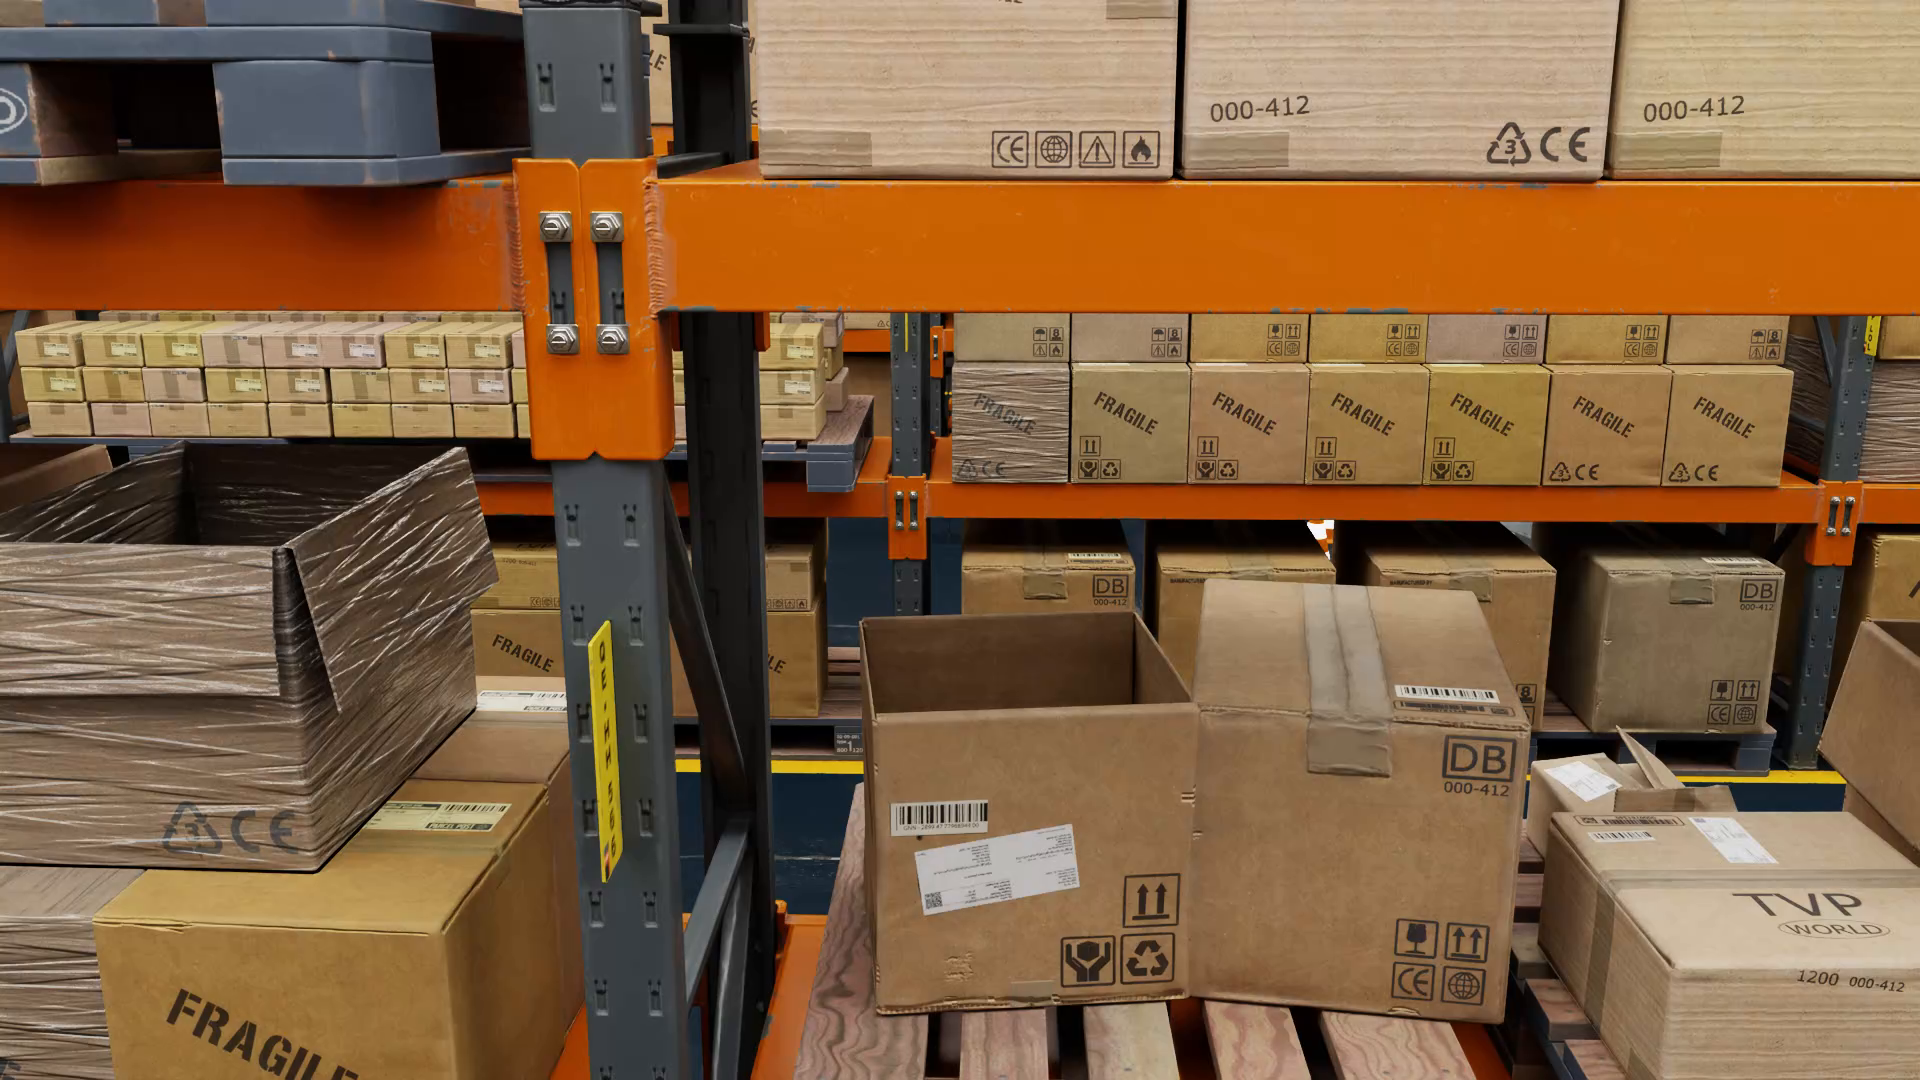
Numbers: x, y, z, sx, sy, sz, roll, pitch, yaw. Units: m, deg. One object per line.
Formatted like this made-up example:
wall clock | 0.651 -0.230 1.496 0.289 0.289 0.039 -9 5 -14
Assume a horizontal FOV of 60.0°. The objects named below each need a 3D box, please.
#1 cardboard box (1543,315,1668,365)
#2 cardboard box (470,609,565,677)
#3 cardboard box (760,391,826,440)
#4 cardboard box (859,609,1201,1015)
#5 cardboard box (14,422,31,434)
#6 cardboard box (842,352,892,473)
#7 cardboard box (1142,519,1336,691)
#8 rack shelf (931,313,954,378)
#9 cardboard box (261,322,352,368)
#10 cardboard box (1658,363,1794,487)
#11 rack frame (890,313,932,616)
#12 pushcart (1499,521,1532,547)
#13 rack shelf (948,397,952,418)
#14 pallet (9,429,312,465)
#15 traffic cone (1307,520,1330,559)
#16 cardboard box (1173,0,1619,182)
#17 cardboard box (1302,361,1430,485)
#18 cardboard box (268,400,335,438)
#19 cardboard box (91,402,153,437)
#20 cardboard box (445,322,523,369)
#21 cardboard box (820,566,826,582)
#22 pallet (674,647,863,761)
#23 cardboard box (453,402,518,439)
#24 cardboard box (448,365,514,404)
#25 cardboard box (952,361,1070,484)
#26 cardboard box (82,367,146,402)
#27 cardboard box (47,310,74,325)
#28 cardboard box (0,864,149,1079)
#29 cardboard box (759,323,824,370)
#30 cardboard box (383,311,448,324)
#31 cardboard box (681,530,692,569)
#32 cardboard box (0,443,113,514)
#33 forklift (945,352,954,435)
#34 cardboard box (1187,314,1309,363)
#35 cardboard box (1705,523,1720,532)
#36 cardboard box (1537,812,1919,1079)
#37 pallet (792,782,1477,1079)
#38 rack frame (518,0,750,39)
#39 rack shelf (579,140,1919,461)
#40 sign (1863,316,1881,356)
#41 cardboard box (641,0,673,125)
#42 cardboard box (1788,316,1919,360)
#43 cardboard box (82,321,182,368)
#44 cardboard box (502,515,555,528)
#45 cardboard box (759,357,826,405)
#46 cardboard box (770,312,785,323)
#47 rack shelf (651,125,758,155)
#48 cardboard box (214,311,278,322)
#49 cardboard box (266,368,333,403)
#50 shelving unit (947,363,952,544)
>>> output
cardboard box | 2.769 -1.082 7.406 0.500 0.500 0.700 0 15 0
cardboard box | -1.932 0.492 7.670 0.500 0.500 0.500 0 15 -1
cardboard box | -0.724 -0.540 7.174 0.250 0.149 0.380 1 15 2
cardboard box | 0.094 0.434 2.795 0.500 0.500 0.500 -1 15 -5
cardboard box | -4.493 -0.562 8.082 0.250 0.149 0.380 1 15 3
cardboard box | -0.882 -1.036 12.730 0.875 0.875 0.875 0 15 1
cardboard box | 1.261 0.345 7.741 0.750 0.750 1.050 1 15 2
rack shelf | 1.806 -1.474 12.457 4.000 0.370 1.077 0 15 1
cardboard box | -2.795 -0.841 7.151 0.250 0.149 0.380 0 15 1
cardboard box | 3.251 -0.529 7.271 0.500 0.500 0.500 0 15 1
rack frame | -0.219 -0.572 7.628 0.127 3.000 1.000 0 15 1
pushcart | 3.797 0.041 10.446 0.936 0.377 1.648 -5 16 -18
rack shelf | 0.014 -0.885 11.106 0.180 0.103 0.258 0 15 1
pallet | -3.457 -0.463 7.592 1.213 0.211 1.003 0 15 1
traffic cone | 2.214 0.020 10.358 0.334 0.463 0.336 0 15 1
cardboard box | 0.530 -0.614 2.202 0.500 0.250 0.500 1 15 3
cardboard box | 1.733 -0.539 7.306 0.500 0.500 0.500 0 15 1
cardboard box | -2.803 -0.553 7.226 0.250 0.149 0.380 0 15 -1
cardboard box | -3.558 -0.559 7.250 0.250 0.149 0.380 1 15 2
cardboard box | -2.013 -0.836 7.133 0.250 0.149 0.380 1 15 4
cardboard box | -0.920 0.364 8.157 0.500 0.500 0.500 0 15 -1
pallet | -1.000 0.771 8.004 1.213 0.211 1.003 0 15 1
cardboard box | -2.006 -0.549 7.211 0.250 0.149 0.380 1 15 3
cardboard box | -2.014 -0.692 7.170 0.250 0.149 0.380 1 15 3
cardboard box | 0.223 -0.549 7.343 0.500 0.500 0.500 1 15 2
cardboard box | -3.577 -0.702 7.208 0.250 0.149 0.380 0 15 0
cardboard box | -6.704 -1.855 12.295 0.500 0.500 0.500 0 15 1
cardboard box | -1.445 0.699 2.614 0.500 0.500 0.500 0 15 1
cardboard box | -0.721 -0.827 7.099 0.250 0.149 0.380 0 15 -1
cardboard box | -2.509 -1.006 7.775 0.250 0.149 0.380 0 15 -1
cardboard box | -1.415 0.133 7.563 0.500 0.250 0.500 1 15 2
cardboard box | -1.829 0.145 2.748 0.637 0.503 0.797 1 15 3
forklift | -0.086 -2.208 13.964 3.031 2.935 1.130 1 15 2
cardboard box | 1.248 -1.093 7.445 0.500 0.500 0.700 0 15 1
cardboard box | 4.841 -0.247 11.293 0.500 0.500 0.500 13 19 40
cardboard box | 1.223 0.631 2.538 0.500 0.250 0.500 0 15 0
pallet | 0.268 0.763 2.946 1.003 0.211 1.213 0 15 1
rack frame | -0.447 -2.208 2.071 0.127 3.000 1.000 0 15 1
rack shelf | 1.553 -0.397 2.496 4.000 0.370 1.077 0 15 1
sign | 3.776 -0.929 6.867 0.005 0.325 0.100 0 15 1
cardboard box | -1.297 -2.010 7.001 0.500 0.500 0.500 0 15 1
cardboard box | 4.148 -1.129 7.330 0.550 0.550 0.875 0 15 1
cardboard box | -3.557 -0.847 7.174 0.250 0.149 0.380 1 15 3
cardboard box | -1.904 -0.005 8.086 0.500 0.250 0.500 0 15 2
cardboard box | -0.725 -0.684 7.140 0.250 0.149 0.380 1 15 3
cardboard box | -0.945 -0.995 7.733 0.250 0.149 0.380 0 15 0
rack shelf | -2.218 -1.688 7.386 4.000 0.370 1.077 0 15 1
cardboard box | -3.285 -1.011 7.794 0.250 0.149 0.380 0 15 0
cardboard box | -2.789 -0.698 7.192 0.250 0.149 0.380 1 15 4
shelving unit | 0.014 -0.580 11.187 0.189 1.200 0.258 0 15 1
